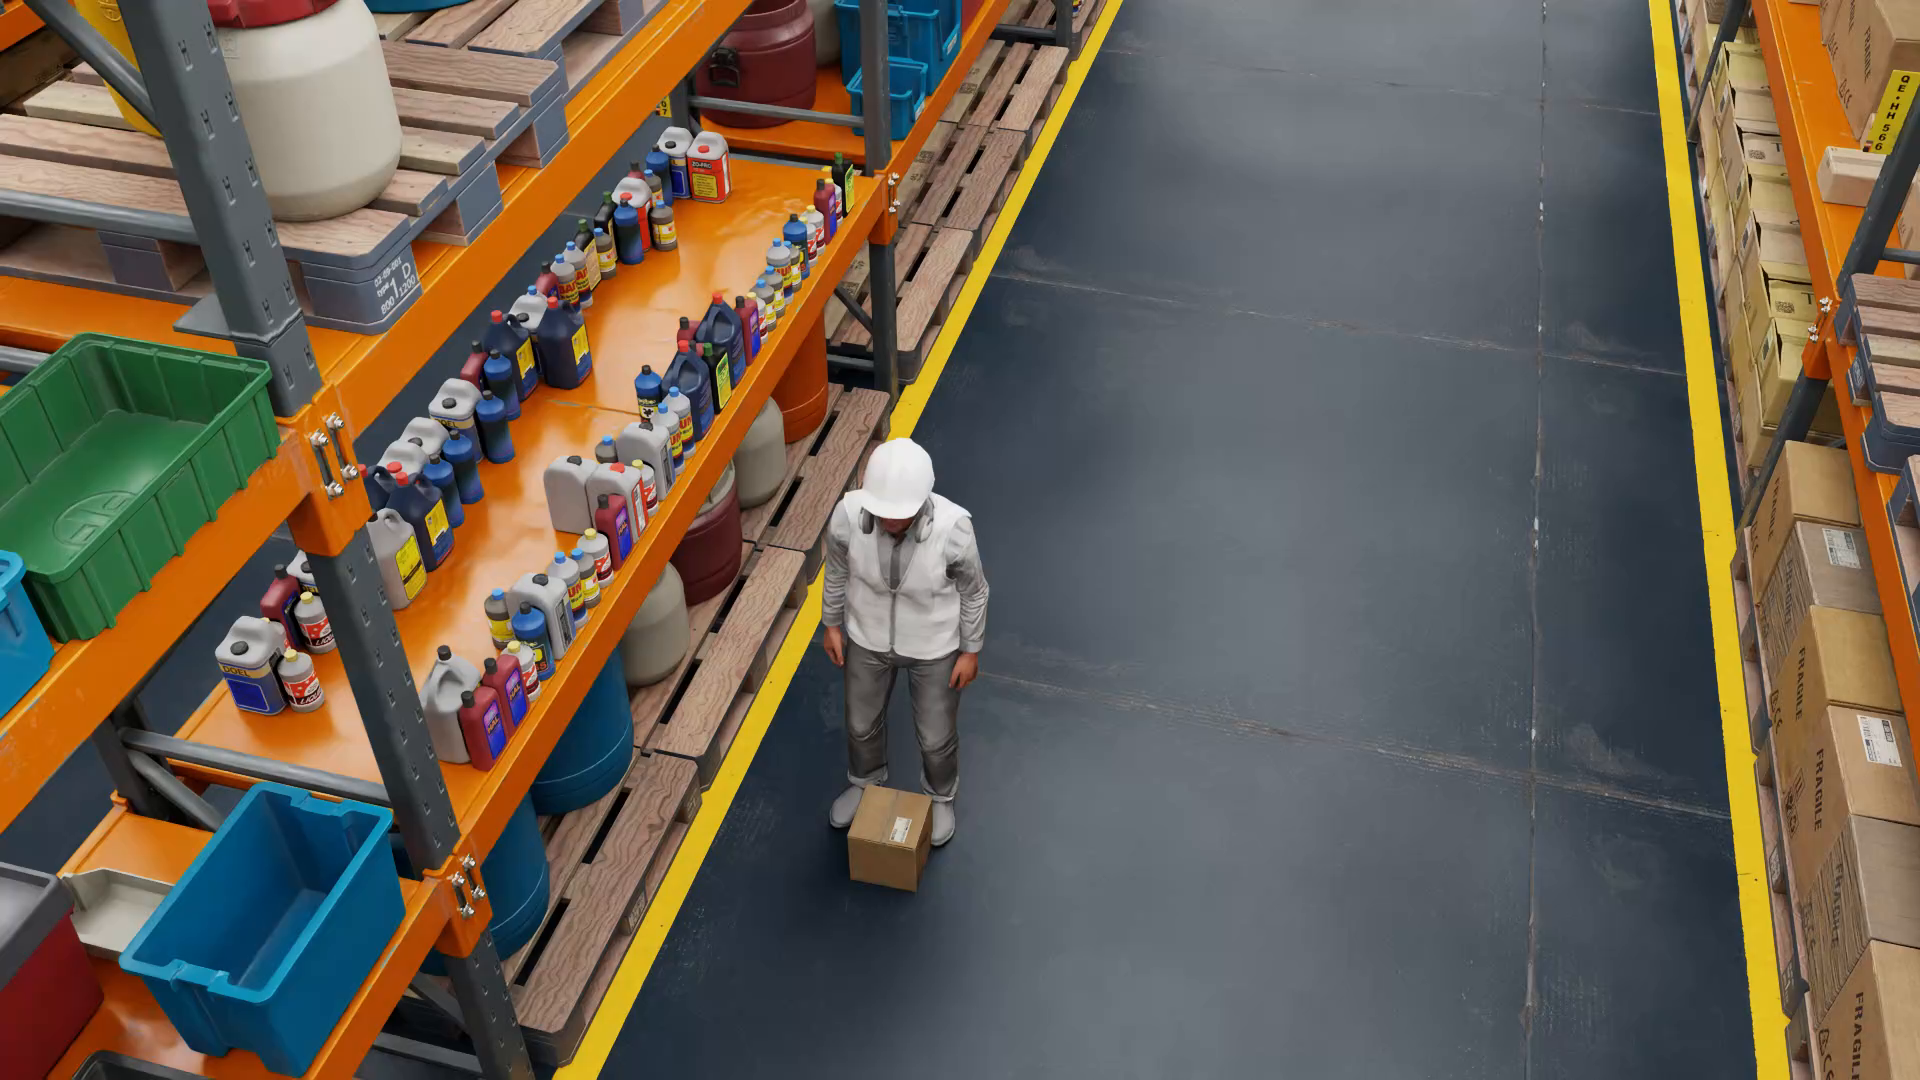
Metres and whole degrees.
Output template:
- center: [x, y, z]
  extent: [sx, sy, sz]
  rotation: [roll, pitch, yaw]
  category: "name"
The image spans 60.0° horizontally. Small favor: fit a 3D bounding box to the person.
- center: [-0.196, 0.340, 5.745]
  extent: [0.578, 1.767, 0.463]
  rotation: [10, 42, 11]
  category: "person"
